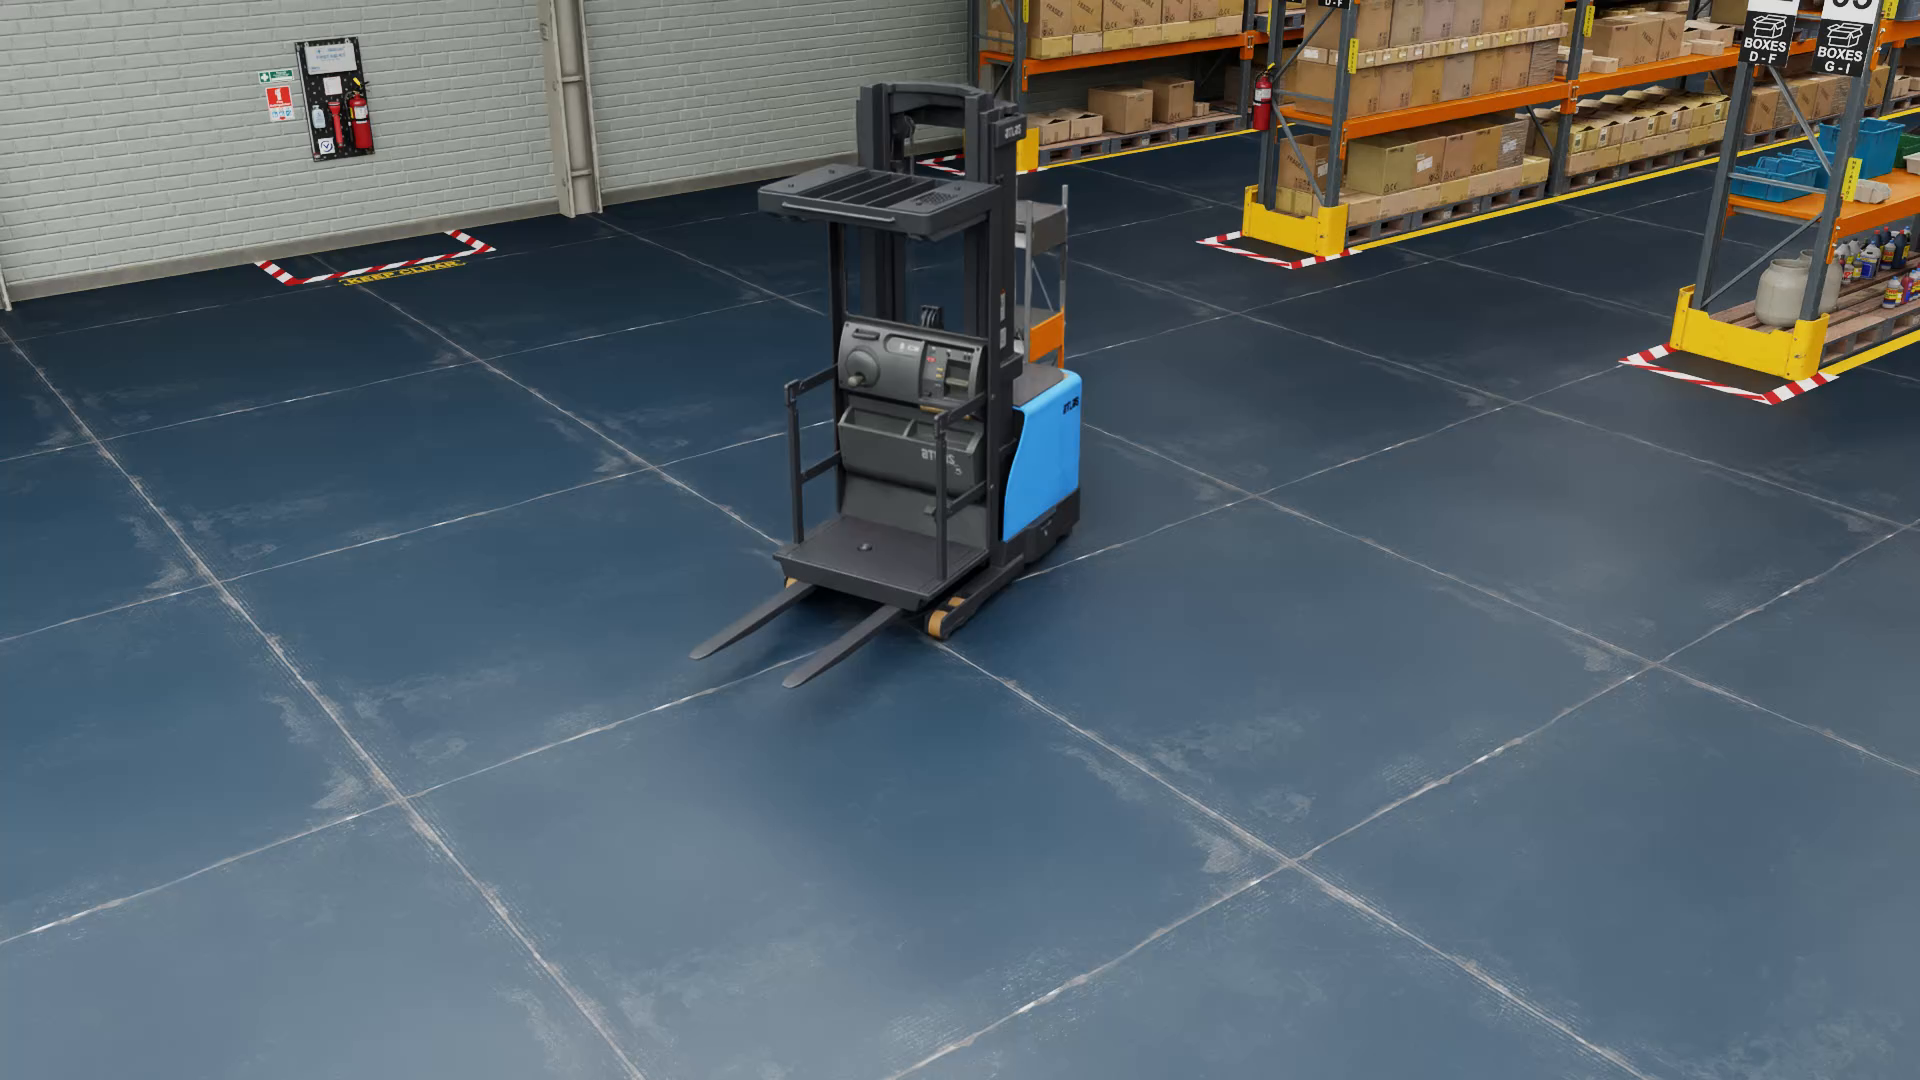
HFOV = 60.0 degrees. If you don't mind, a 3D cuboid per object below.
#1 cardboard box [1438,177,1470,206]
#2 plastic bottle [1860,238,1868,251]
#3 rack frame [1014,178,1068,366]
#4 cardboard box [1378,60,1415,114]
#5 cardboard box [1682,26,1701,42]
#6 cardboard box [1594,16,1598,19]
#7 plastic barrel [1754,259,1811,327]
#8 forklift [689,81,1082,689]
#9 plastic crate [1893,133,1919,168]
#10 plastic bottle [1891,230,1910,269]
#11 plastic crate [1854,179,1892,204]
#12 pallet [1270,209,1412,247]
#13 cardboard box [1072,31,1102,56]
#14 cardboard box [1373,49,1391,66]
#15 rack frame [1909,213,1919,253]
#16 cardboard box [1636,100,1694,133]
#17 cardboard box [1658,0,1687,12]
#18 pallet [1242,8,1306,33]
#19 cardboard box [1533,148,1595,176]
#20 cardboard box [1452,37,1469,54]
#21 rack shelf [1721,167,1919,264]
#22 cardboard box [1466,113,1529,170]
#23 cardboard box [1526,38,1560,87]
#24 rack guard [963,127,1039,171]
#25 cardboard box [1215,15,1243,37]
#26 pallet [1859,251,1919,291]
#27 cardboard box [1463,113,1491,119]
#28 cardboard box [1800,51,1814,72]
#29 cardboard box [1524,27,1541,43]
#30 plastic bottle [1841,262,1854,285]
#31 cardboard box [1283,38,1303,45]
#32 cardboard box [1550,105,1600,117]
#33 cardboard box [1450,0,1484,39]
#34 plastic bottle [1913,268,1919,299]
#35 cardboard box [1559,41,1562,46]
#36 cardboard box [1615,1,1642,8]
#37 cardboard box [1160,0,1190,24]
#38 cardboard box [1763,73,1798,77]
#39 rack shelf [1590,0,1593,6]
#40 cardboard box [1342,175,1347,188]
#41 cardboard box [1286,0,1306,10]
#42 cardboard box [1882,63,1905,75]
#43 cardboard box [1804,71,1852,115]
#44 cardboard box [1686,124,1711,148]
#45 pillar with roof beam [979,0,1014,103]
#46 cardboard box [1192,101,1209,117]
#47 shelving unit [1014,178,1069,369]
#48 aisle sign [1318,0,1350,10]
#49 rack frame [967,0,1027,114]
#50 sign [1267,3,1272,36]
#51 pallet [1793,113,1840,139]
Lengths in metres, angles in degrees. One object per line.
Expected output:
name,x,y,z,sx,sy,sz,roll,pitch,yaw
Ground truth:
cardboard box,5.247,-3.887,18.330,0.500,0.250,0.500,-18,31,-34
plastic bottle,8.512,-2.704,15.717,0.133,0.283,0.061,-17,30,-32
rack frame,0.518,-1.364,11.194,0.400,2.100,0.015,14,28,27
cardboard box,4.292,-4.790,17.389,0.500,0.500,0.700,-17,30,-33
cardboard box,8.978,-6.359,20.994,0.500,0.311,0.500,-19,31,-35
cardboard box,10.939,-8.593,28.173,0.500,0.500,0.700,-19,31,-35
plastic barrel,7.030,-2.106,14.181,0.421,0.512,0.421,0,25,0
forklift,-0.397,-0.982,9.384,1.130,2.935,3.031,14,28,27
plastic crate,8.465,-3.531,15.048,0.662,0.188,0.450,-18,31,-34
plastic bottle,8.905,-2.765,15.768,0.185,0.351,0.144,-18,31,-34
plastic crate,7.462,-2.854,13.649,0.250,0.136,0.298,-18,31,-34
pallet,4.082,-3.437,17.905,1.213,0.211,1.003,-18,31,-34
cardboard box,1.426,-6.232,20.769,0.500,0.250,0.500,-19,31,-36
cardboard box,4.154,-4.929,16.918,0.250,0.149,0.380,-19,31,-35
rack frame,9.707,-3.887,15.561,0.127,3.000,1.000,-18,31,-34
cardboard box,8.737,-5.280,20.665,0.500,0.311,0.500,-18,31,-34
cardboard box,12.359,-9.261,28.842,0.250,0.149,0.380,-17,30,-33
pallet,4.285,-7.232,22.997,1.213,0.211,1.003,-18,31,-34
cardboard box,7.124,-4.494,19.638,0.500,0.250,0.500,-19,31,-35
cardboard box,5.158,-5.259,17.628,0.250,0.149,0.380,-18,30,-34
rack shelf,8.134,-3.041,14.593,4.000,0.370,1.077,-18,31,-34
cardboard box,6.023,-4.493,18.745,0.500,0.500,0.500,-18,31,-34
cardboard box,6.309,-5.456,18.825,0.500,0.500,0.700,-19,31,-35
rack guard,0.506,-5.015,20.963,0.348,0.500,1.175,-18,31,-34
cardboard box,3.408,-6.886,22.179,0.500,0.250,0.500,-18,30,-34
pallet,9.153,-2.461,15.802,1.213,0.211,1.003,-18,31,-34
cardboard box,5.707,-4.663,19.110,0.500,0.500,0.500,-18,31,-34
cardboard box,11.631,-6.708,23.196,0.500,0.250,0.500,-18,30,-34
cardboard box,6.172,-5.594,18.351,0.250,0.149,0.380,-19,31,-35
plastic bottle,8.151,-2.456,15.280,0.097,0.201,0.097,0,25,0
cardboard box,4.915,-7.023,23.875,0.500,0.250,0.500,-19,31,-35
cardboard box,7.595,-5.192,20.476,0.500,0.311,0.500,-18,31,-34
cardboard box,5.124,-5.654,17.709,0.500,0.500,0.700,-18,31,-34
plastic bottle,8.527,-2.292,14.844,0.097,0.271,0.097,0,25,0
cardboard box,7.232,-5.757,19.751,0.258,0.266,0.396,-19,31,-35
cardboard box,11.526,-9.190,28.689,0.250,0.149,0.380,-18,30,-34
cardboard box,2.621,-6.966,21.459,0.500,0.500,0.500,-19,31,-35
cardboard box,11.209,-6.227,23.050,0.500,0.500,0.500,-20,31,-36
rack shelf,11.463,-9.440,28.381,4.000,0.370,1.077,-18,31,-34
cardboard box,4.132,-3.804,18.150,0.500,0.250,0.500,-18,31,-34
cardboard box,4.460,-7.677,23.087,0.500,0.500,0.700,-15,29,-29
cardboard box,13.813,-7.023,24.991,0.500,0.311,0.500,-18,31,-34
cardboard box,11.949,-6.193,22.979,0.500,0.500,0.500,-18,30,-33
cardboard box,9.135,-5.158,21.069,0.500,0.250,0.500,-19,31,-35
pillar with roof beam,3.120,-7.893,17.067,0.400,9.000,9.100,-18,31,-34
cardboard box,3.192,-5.934,22.816,0.380,0.166,0.250,22,33,39
shelving unit,0.395,-1.275,11.003,0.431,2.100,0.503,14,28,27
aisle sign,3.643,-5.550,16.058,0.004,0.787,0.394,-18,31,-34
rack frame,0.447,-6.129,20.394,0.127,3.000,1.000,-18,31,-34
sign,3.182,-5.305,16.962,0.005,0.325,0.100,-18,31,-34
pallet,11.372,-5.799,22.995,1.213,0.211,1.003,-18,31,-34
